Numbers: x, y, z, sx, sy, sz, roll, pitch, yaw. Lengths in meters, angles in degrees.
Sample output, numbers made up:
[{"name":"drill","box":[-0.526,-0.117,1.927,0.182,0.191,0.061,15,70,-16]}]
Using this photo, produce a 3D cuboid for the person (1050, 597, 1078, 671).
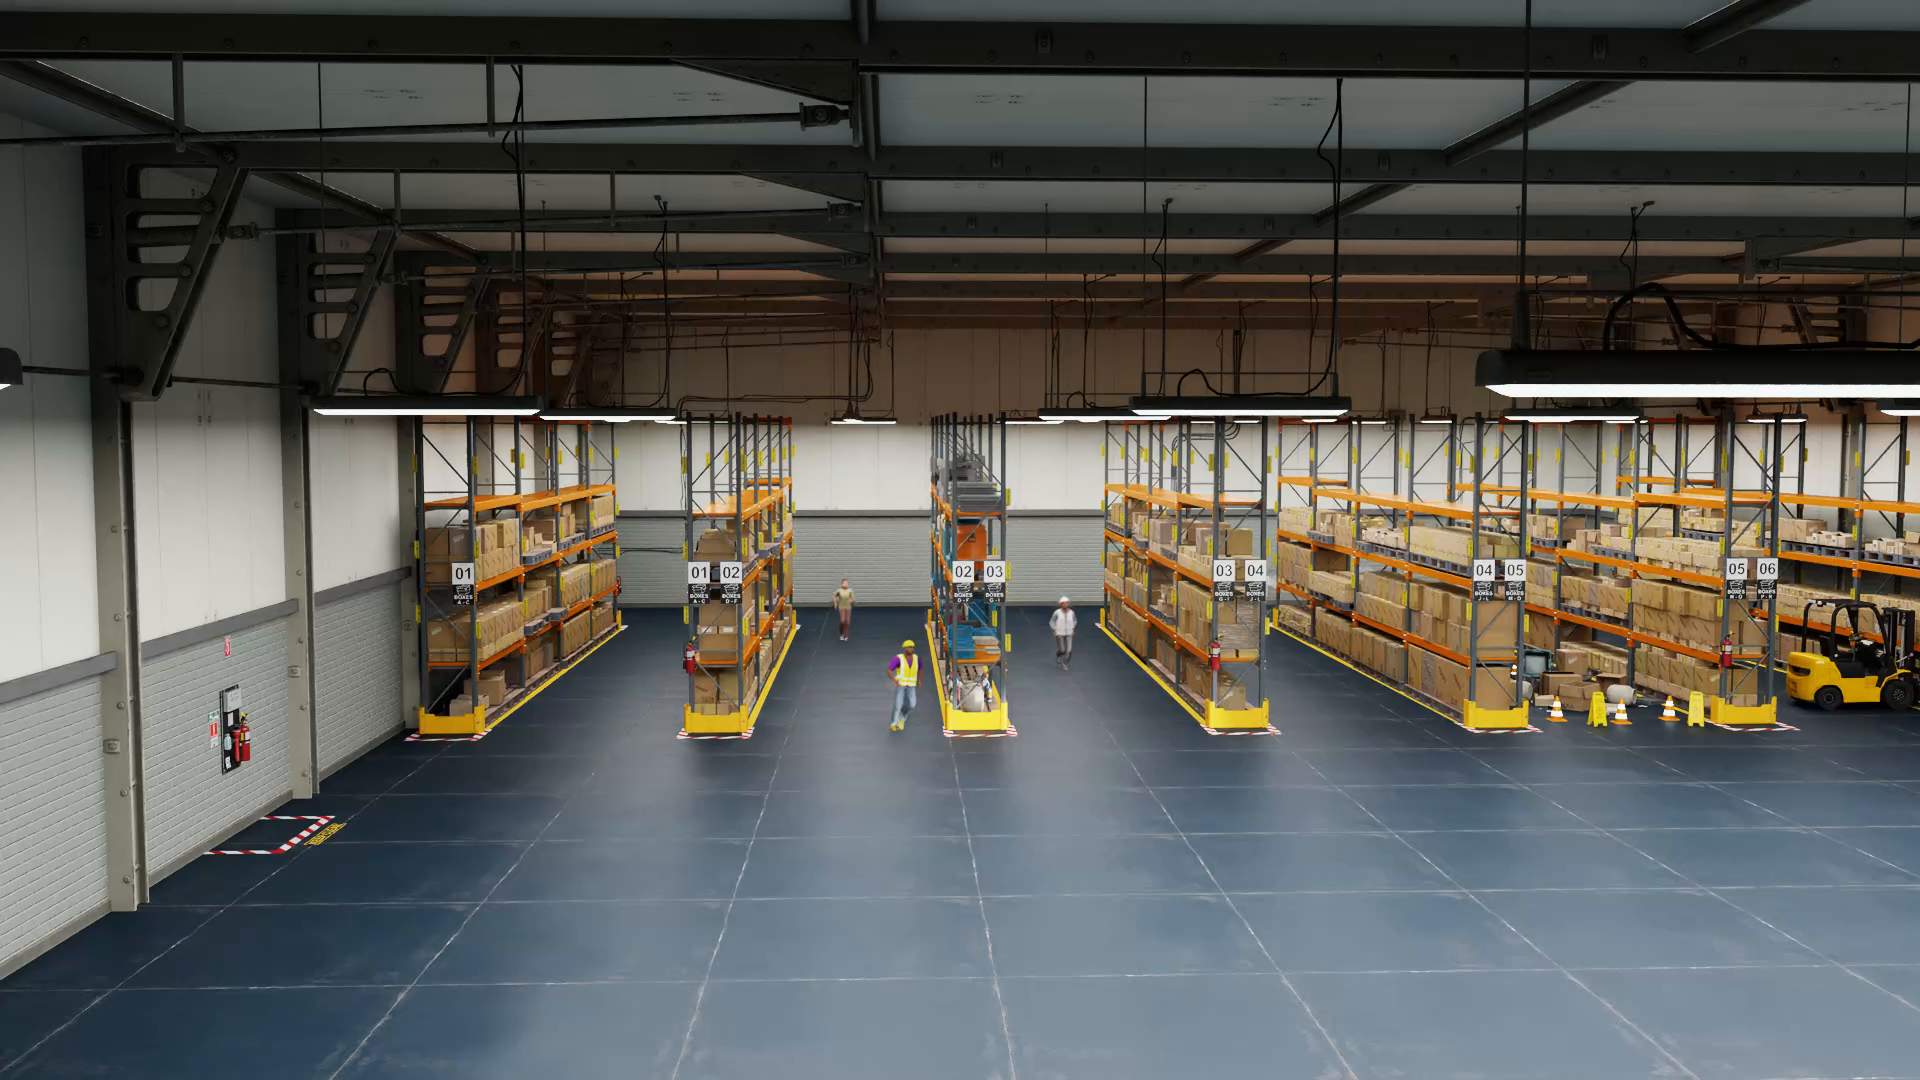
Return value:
[{"name":"person","box":[2.454,2.208,39.119,0.660,1.733,0.585,-1,4,-11]}]

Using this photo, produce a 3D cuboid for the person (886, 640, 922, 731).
[{"name":"person","box":[-1.002,2.735,31.225,0.765,1.707,0.559,-1,4,-20]}]

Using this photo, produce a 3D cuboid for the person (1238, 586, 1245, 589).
[{"name":"person","box":[8.085,1.644,48.518,0.750,1.669,0.623,4,5,43]}]

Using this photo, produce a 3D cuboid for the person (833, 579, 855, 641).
[{"name":"person","box":[-3.068,1.880,44.336,0.555,1.639,0.656,-1,4,-14]}]
